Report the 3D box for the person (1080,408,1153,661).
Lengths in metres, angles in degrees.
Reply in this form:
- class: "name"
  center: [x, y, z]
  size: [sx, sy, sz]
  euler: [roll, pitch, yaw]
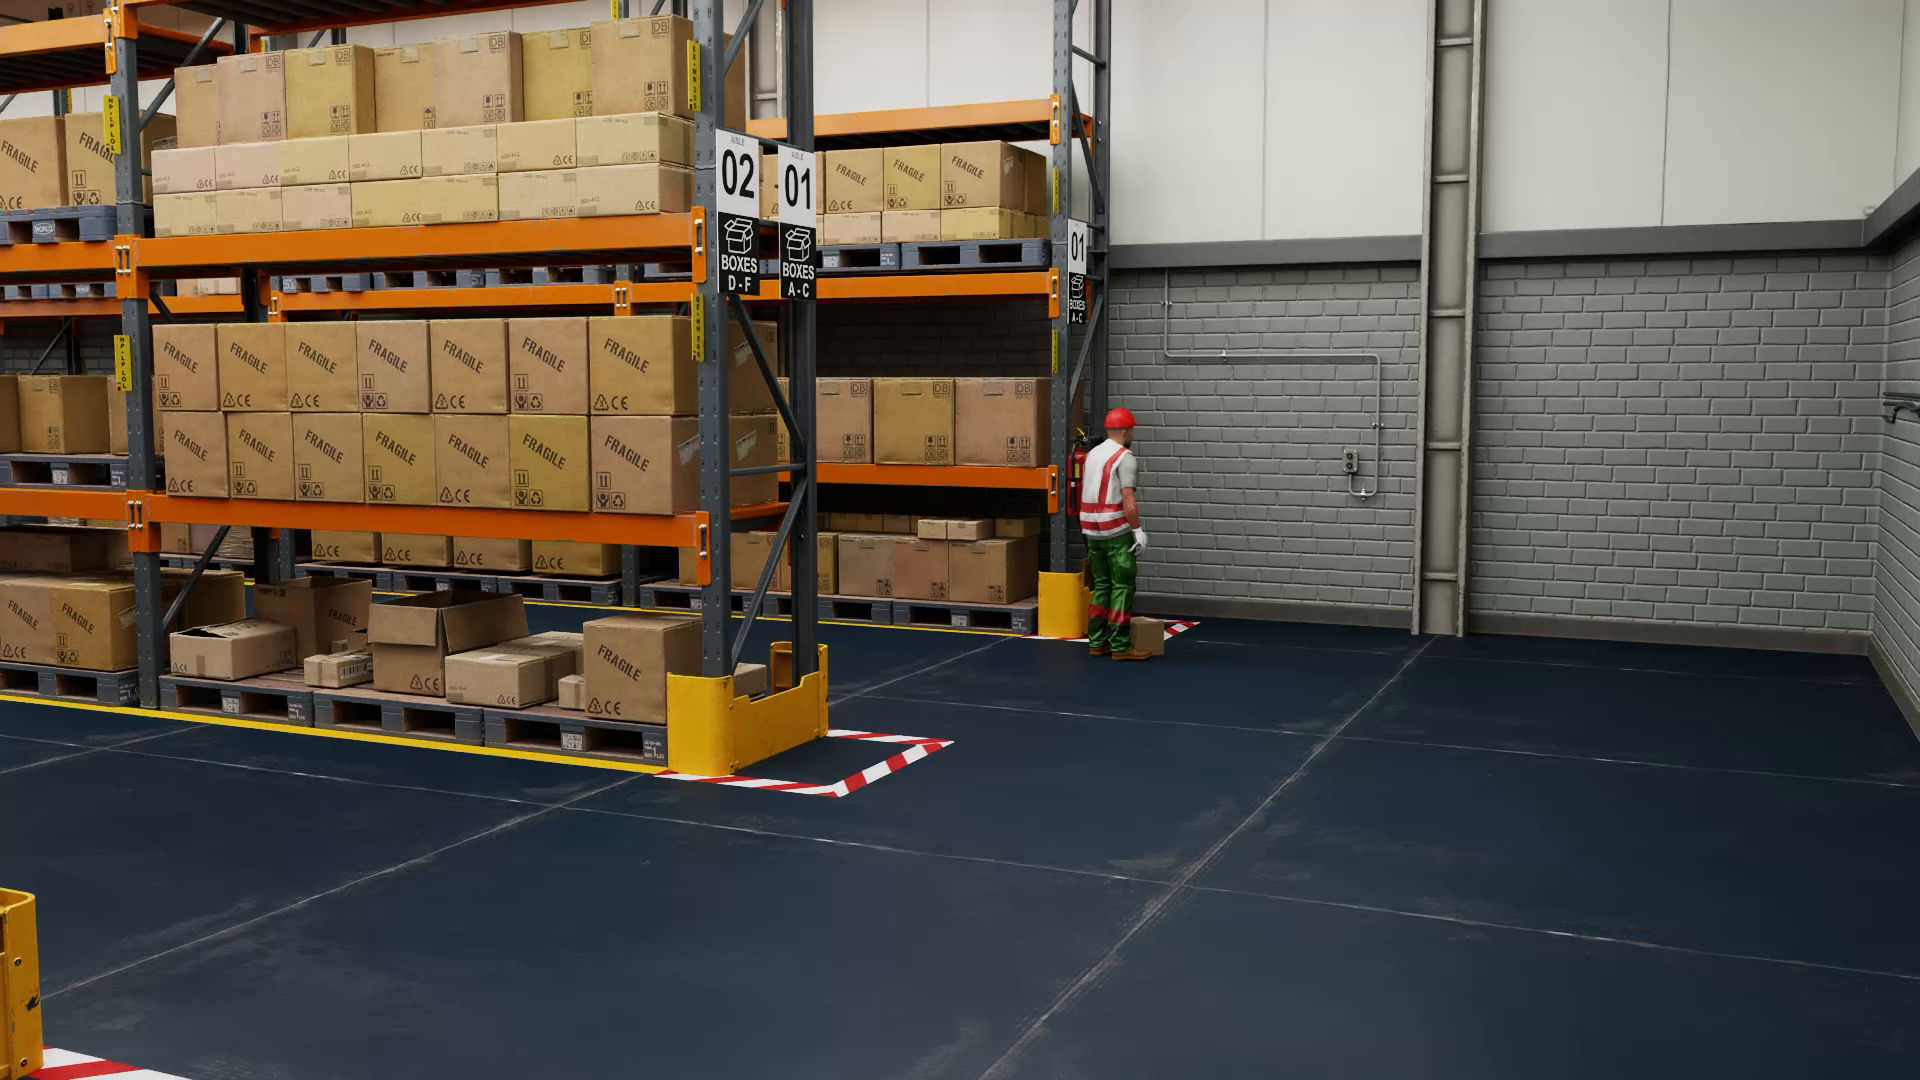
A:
- class: "person"
  center: [1.102, -0.048, 11.895]
  size: [0.449, 1.780, 0.623]
  euler: [-3, 6, -30]
